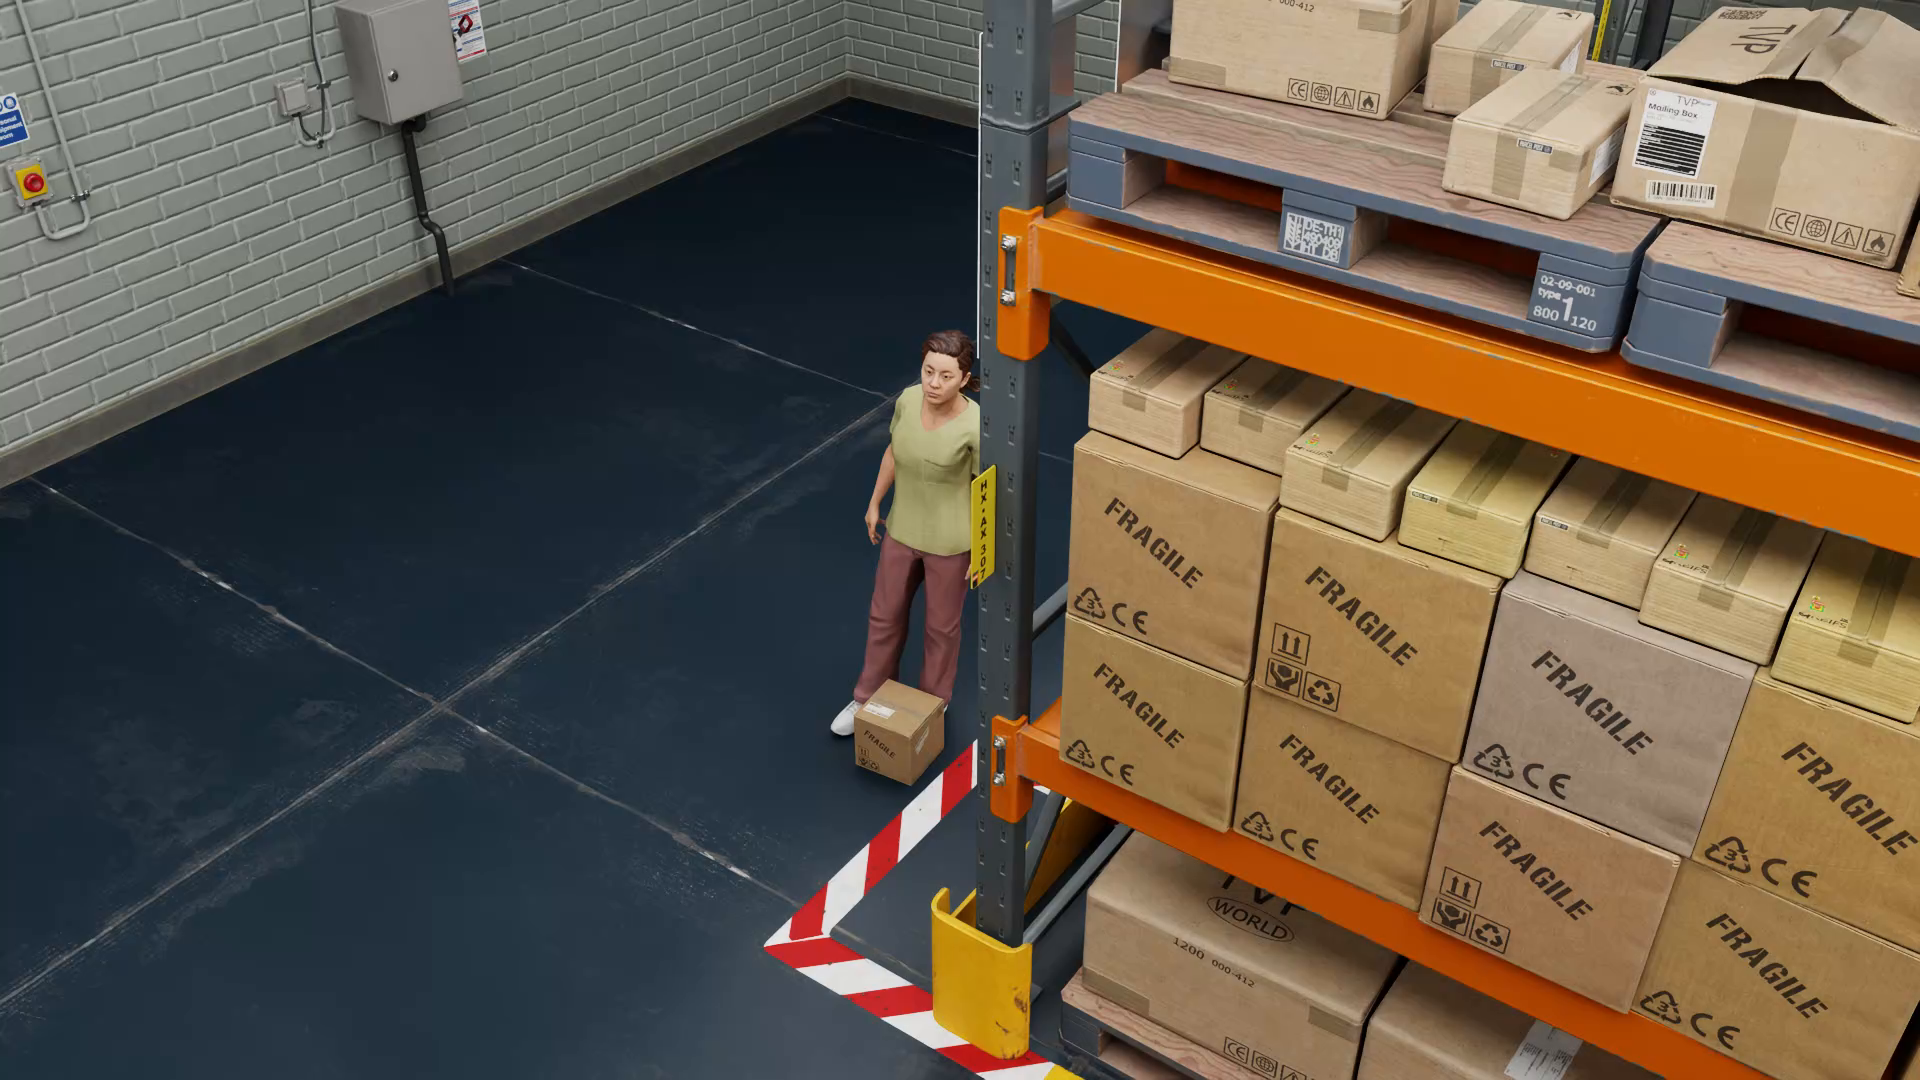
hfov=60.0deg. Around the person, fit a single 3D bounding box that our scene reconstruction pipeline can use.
[{"bbox_3d":[-0.146,0.024,6.094,0.553,1.675,0.549,20,39,26],"label":"person"}]
